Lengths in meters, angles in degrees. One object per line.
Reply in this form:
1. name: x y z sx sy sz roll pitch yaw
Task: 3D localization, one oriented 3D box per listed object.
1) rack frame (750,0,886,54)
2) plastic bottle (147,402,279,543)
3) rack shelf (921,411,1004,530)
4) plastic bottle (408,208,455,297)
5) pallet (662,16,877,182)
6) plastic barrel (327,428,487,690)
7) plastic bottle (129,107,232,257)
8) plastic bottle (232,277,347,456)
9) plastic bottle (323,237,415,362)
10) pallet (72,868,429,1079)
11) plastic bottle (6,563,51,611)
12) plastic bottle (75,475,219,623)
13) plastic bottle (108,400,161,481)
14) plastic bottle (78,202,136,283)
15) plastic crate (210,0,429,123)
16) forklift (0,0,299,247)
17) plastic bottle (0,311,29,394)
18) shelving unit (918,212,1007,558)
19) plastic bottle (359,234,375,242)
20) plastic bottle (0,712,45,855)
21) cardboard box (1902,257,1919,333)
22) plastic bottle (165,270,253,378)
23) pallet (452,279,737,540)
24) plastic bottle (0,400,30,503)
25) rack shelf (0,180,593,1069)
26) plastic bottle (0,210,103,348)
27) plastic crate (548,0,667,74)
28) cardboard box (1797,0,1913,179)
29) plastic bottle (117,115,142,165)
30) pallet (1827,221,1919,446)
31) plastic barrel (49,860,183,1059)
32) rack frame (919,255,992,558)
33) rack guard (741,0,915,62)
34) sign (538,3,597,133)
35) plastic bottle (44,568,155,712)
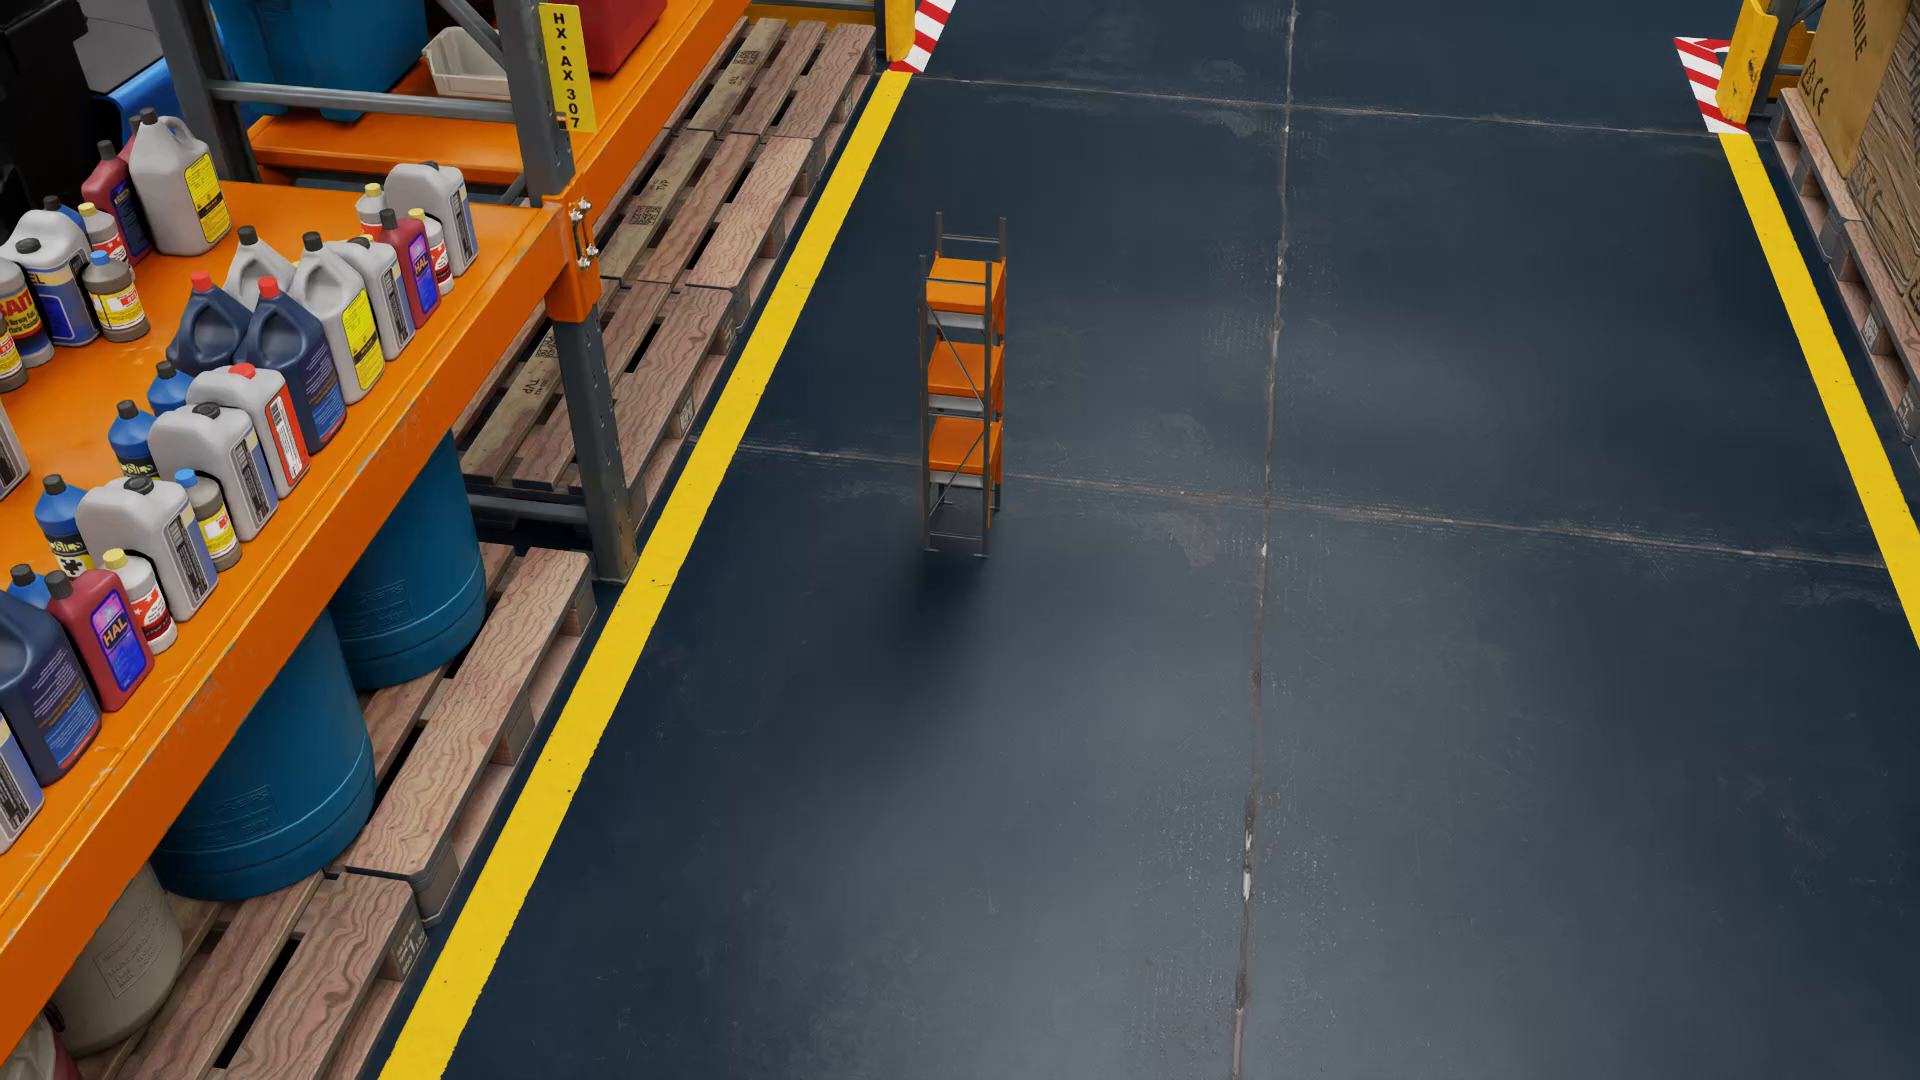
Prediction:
1. rack frame: -0.809 -3.619 7.273 1.000 3.000 0.127 6 40 8
2. plastic bottle: -1.425 -0.147 3.171 0.152 0.276 0.135 6 40 8
3. rack shelf: 0.009 -0.216 5.140 0.215 0.259 0.240 6 40 8
4. plastic bottle: -1.244 -0.673 3.866 0.097 0.201 0.097 0 40 0
5. pallet: -0.990 -2.031 7.540 1.003 0.211 1.213 6 40 8
6. plastic barrel: -1.612 -0.122 4.361 0.600 0.901 0.708 6 40 8
7. plastic bottle: -1.888 -0.879 3.997 0.144 0.351 0.185 6 40 8
8. plastic bottle: -1.370 -0.360 3.370 0.144 0.351 0.185 6 40 8
9. plastic bottle: -1.314 -0.548 3.656 0.152 0.276 0.135 6 40 8
10. pallet: -1.884 1.214 3.616 1.003 0.211 1.213 6 40 8
11. plastic bottle: -1.541 0.153 2.812 0.097 0.271 0.097 0 40 0
12. plastic bottle: -1.465 -0.002 2.995 0.152 0.276 0.135 6 40 8
13. plastic bottle: -1.551 -0.148 3.175 0.097 0.271 0.097 0 40 0
14. plastic bottle: -2.010 -0.690 3.887 0.097 0.201 0.097 0 40 0
15. plastic crate: -1.756 -1.456 4.622 0.392 0.384 0.575 6 40 8
16. forklift: -3.319 -1.338 4.568 1.130 2.935 3.031 9 40 11
17. plastic bottle: -2.084 -0.423 3.563 0.097 0.201 0.097 0 40 0
18. shelving unit: 0.009 -0.438 4.956 0.215 1.050 0.252 6 40 8
19. plastic bottle: -1.327 -0.596 3.773 0.097 0.201 0.097 0 40 0
20. plastic bottle: -1.560 0.344 2.578 0.152 0.276 0.135 6 40 8
21. cardboard box: 3.726 -0.875 5.293 0.875 0.875 0.875 6 40 8
22. plastic bottle: -1.512 -0.376 3.390 0.144 0.351 0.185 6 40 8
23. pallet: -1.412 -0.499 5.688 1.003 0.211 1.213 6 40 8
24. plastic bottle: -1.967 -0.214 3.252 0.152 0.276 0.135 6 40 8
25. rack shelf: -1.847 0.424 2.947 1.077 0.370 4.000 6 40 8
26. plastic bottle: -2.020 -0.582 3.698 0.152 0.276 0.135 6 40 8
27. plastic crate: -1.100 -1.689 4.841 0.402 0.464 0.583 6 40 8
28. cardboard box: 4.037 -2.005 6.659 0.875 0.875 0.875 6 40 8
29. plastic bottle: -1.985 -0.880 4.052 0.061 0.283 0.133 6 40 8
30. pallet: 3.795 -0.724 5.960 1.003 0.211 1.213 6 40 8
31. plastic barrel: -1.920 0.817 3.530 0.421 0.512 0.421 0 40 0
32. rack frame: -0.012 -0.362 4.863 0.200 1.050 0.008 6 40 8
33. rack guard: -0.818 -2.672 8.089 1.175 0.500 0.348 6 40 8
34. sign: -0.960 -1.153 4.073 0.100 0.325 0.005 6 40 8
35. plastic bottle: -1.460 0.146 2.811 0.061 0.283 0.133 6 40 8
